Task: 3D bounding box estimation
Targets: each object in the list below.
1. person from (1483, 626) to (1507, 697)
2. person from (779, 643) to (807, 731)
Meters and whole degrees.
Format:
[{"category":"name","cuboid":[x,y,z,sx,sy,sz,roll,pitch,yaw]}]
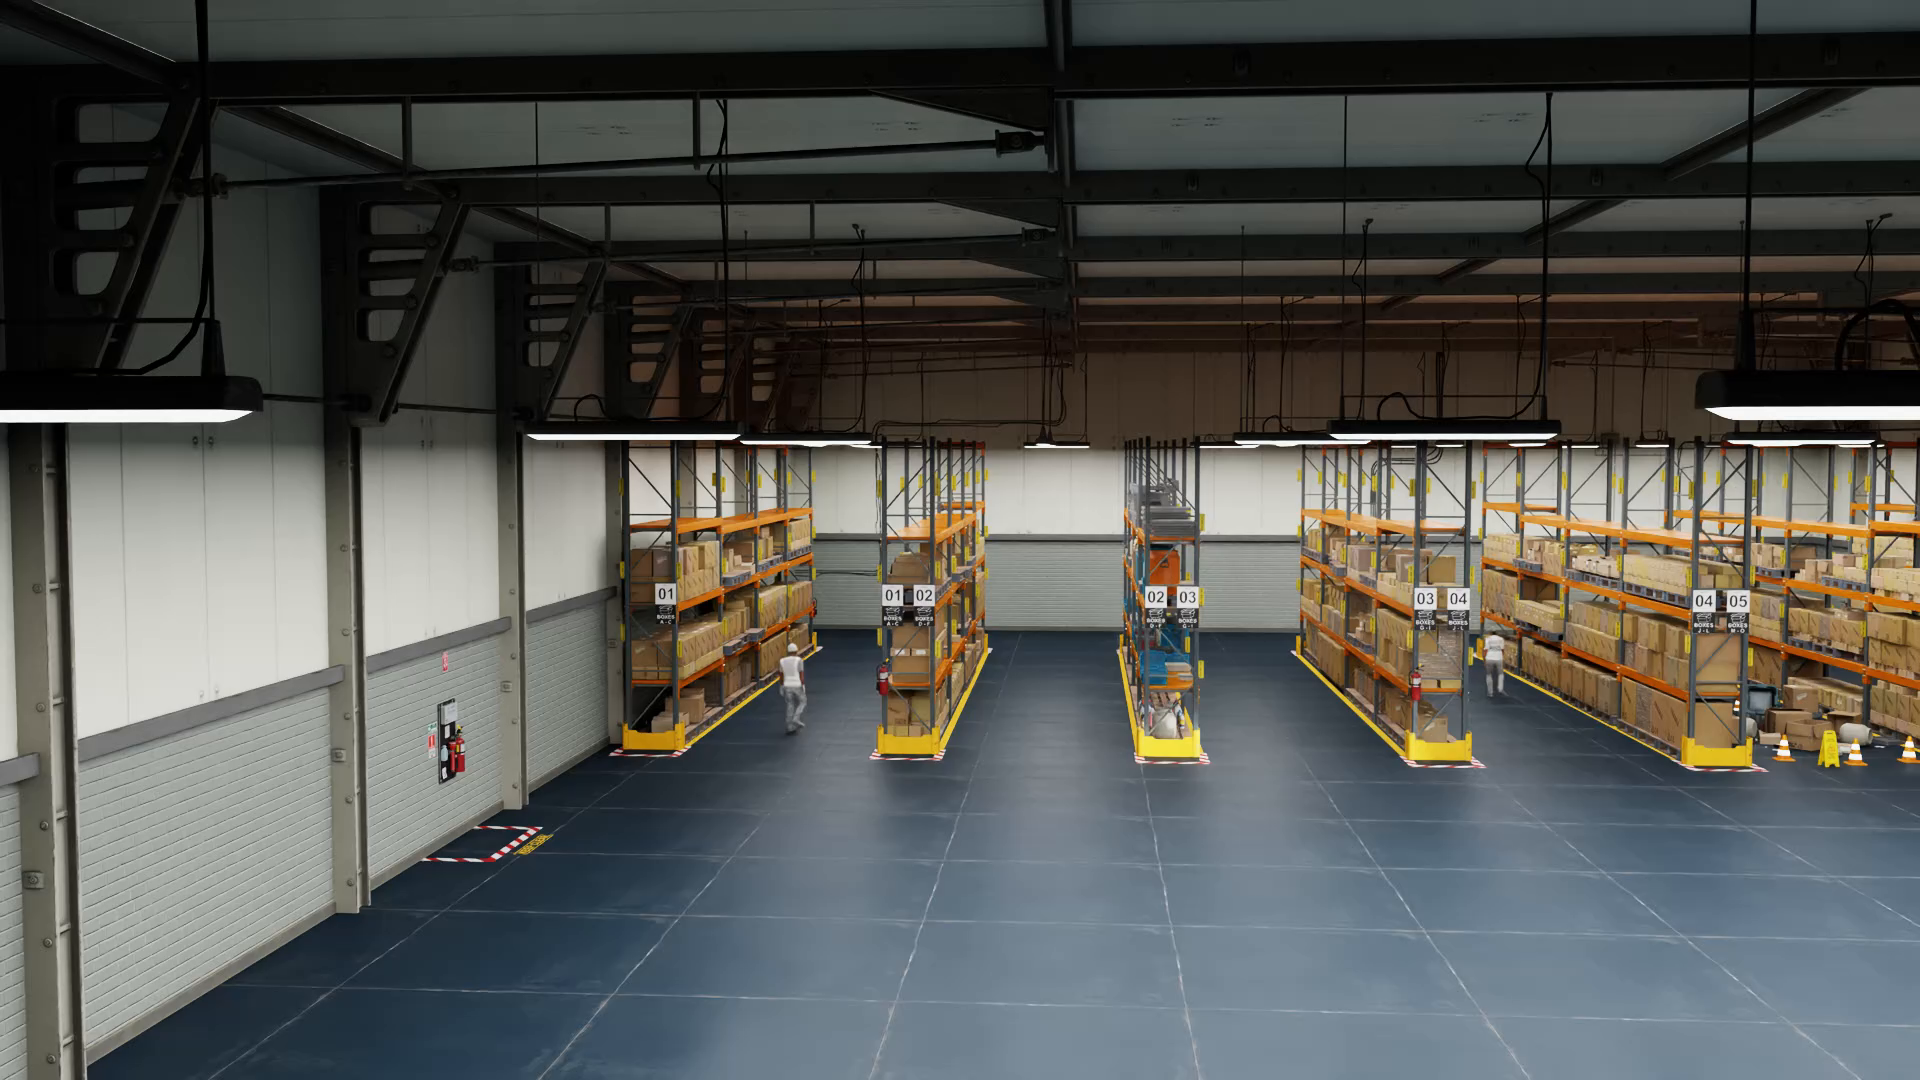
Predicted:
[{"category":"person","cuboid":[12.451,2.828,38.705,0.531,1.660,0.498,0,3,6]},{"category":"person","cuboid":[-3.430,3.008,34.017,0.594,1.775,0.505,1,3,16]}]
